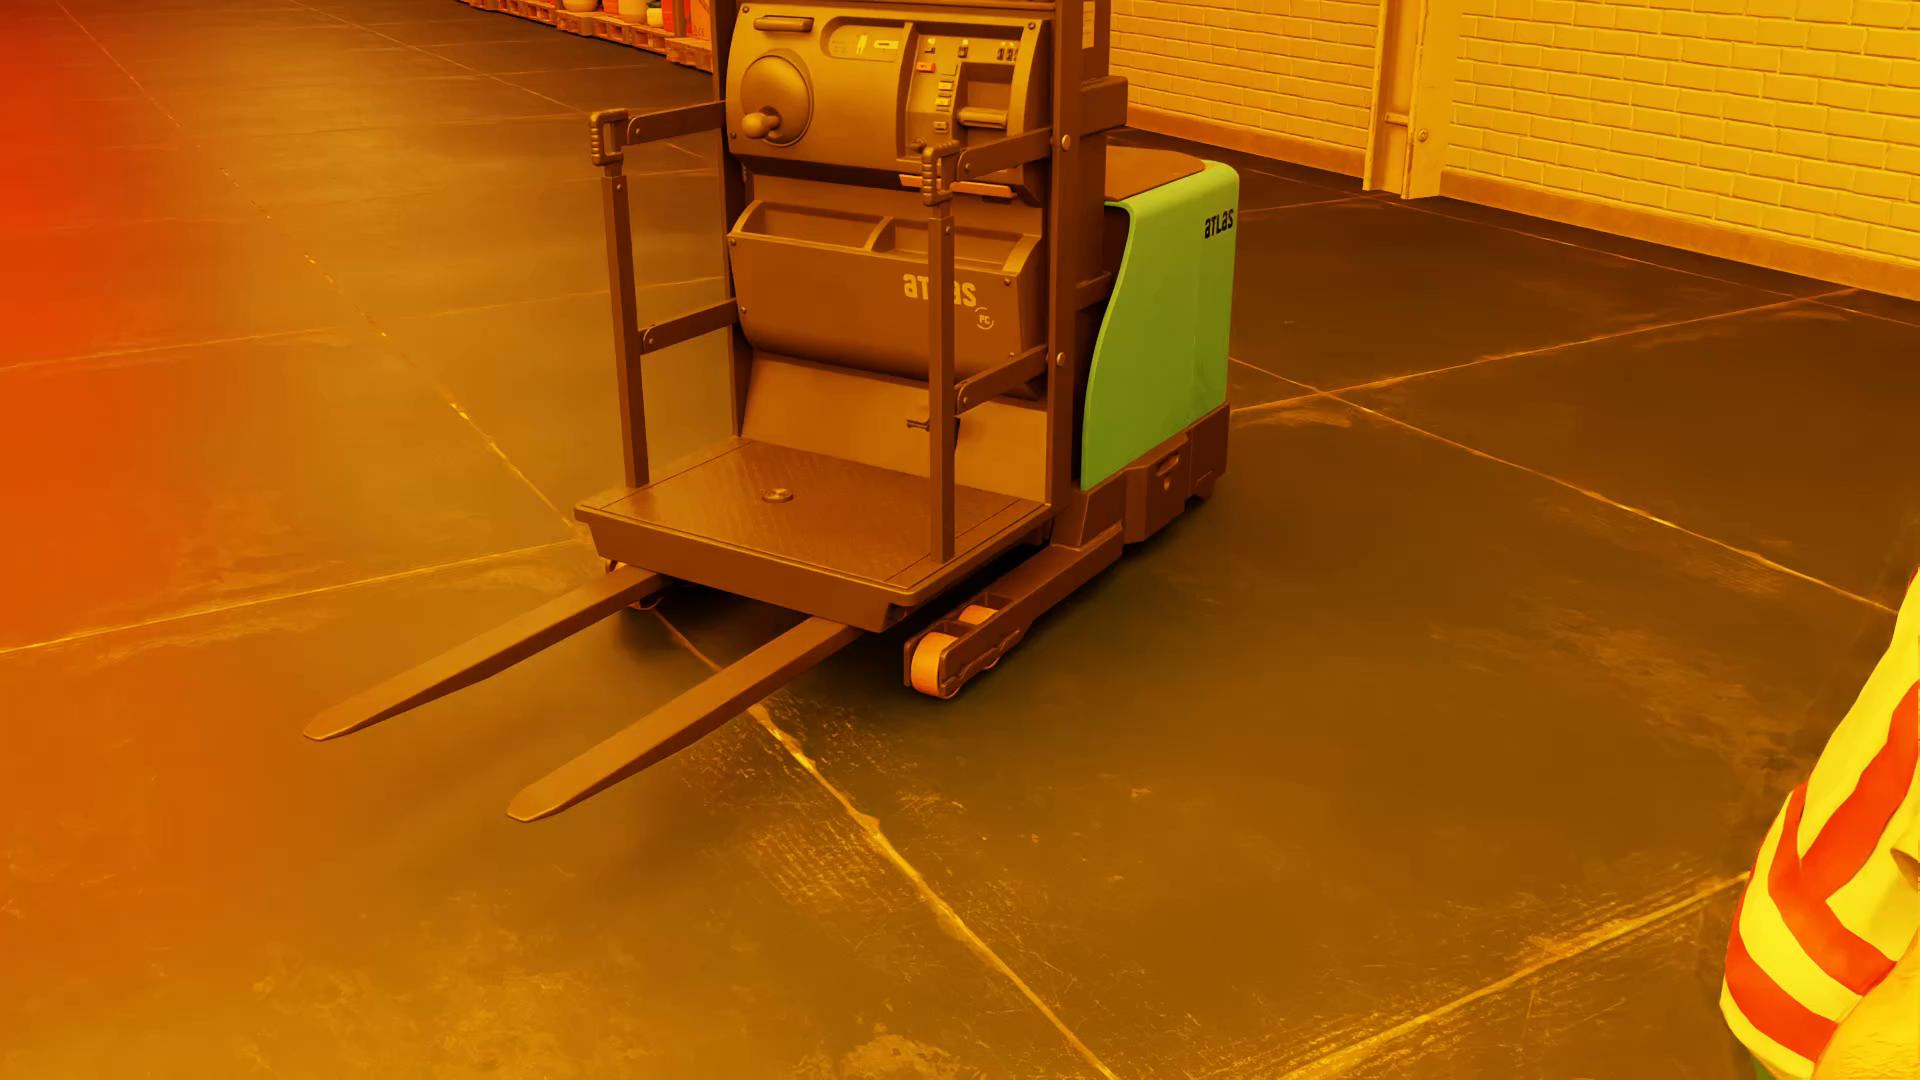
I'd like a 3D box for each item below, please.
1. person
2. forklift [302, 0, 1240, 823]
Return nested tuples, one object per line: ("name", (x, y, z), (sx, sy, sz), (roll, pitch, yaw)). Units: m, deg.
("person", (1.055, 0.564, 1.741), (0.568, 1.705, 1.175), (14, 26, 30))
("forklift", (-0.323, -1.159, 4.099), (1.130, 2.935, 3.031), (13, 26, 29))
